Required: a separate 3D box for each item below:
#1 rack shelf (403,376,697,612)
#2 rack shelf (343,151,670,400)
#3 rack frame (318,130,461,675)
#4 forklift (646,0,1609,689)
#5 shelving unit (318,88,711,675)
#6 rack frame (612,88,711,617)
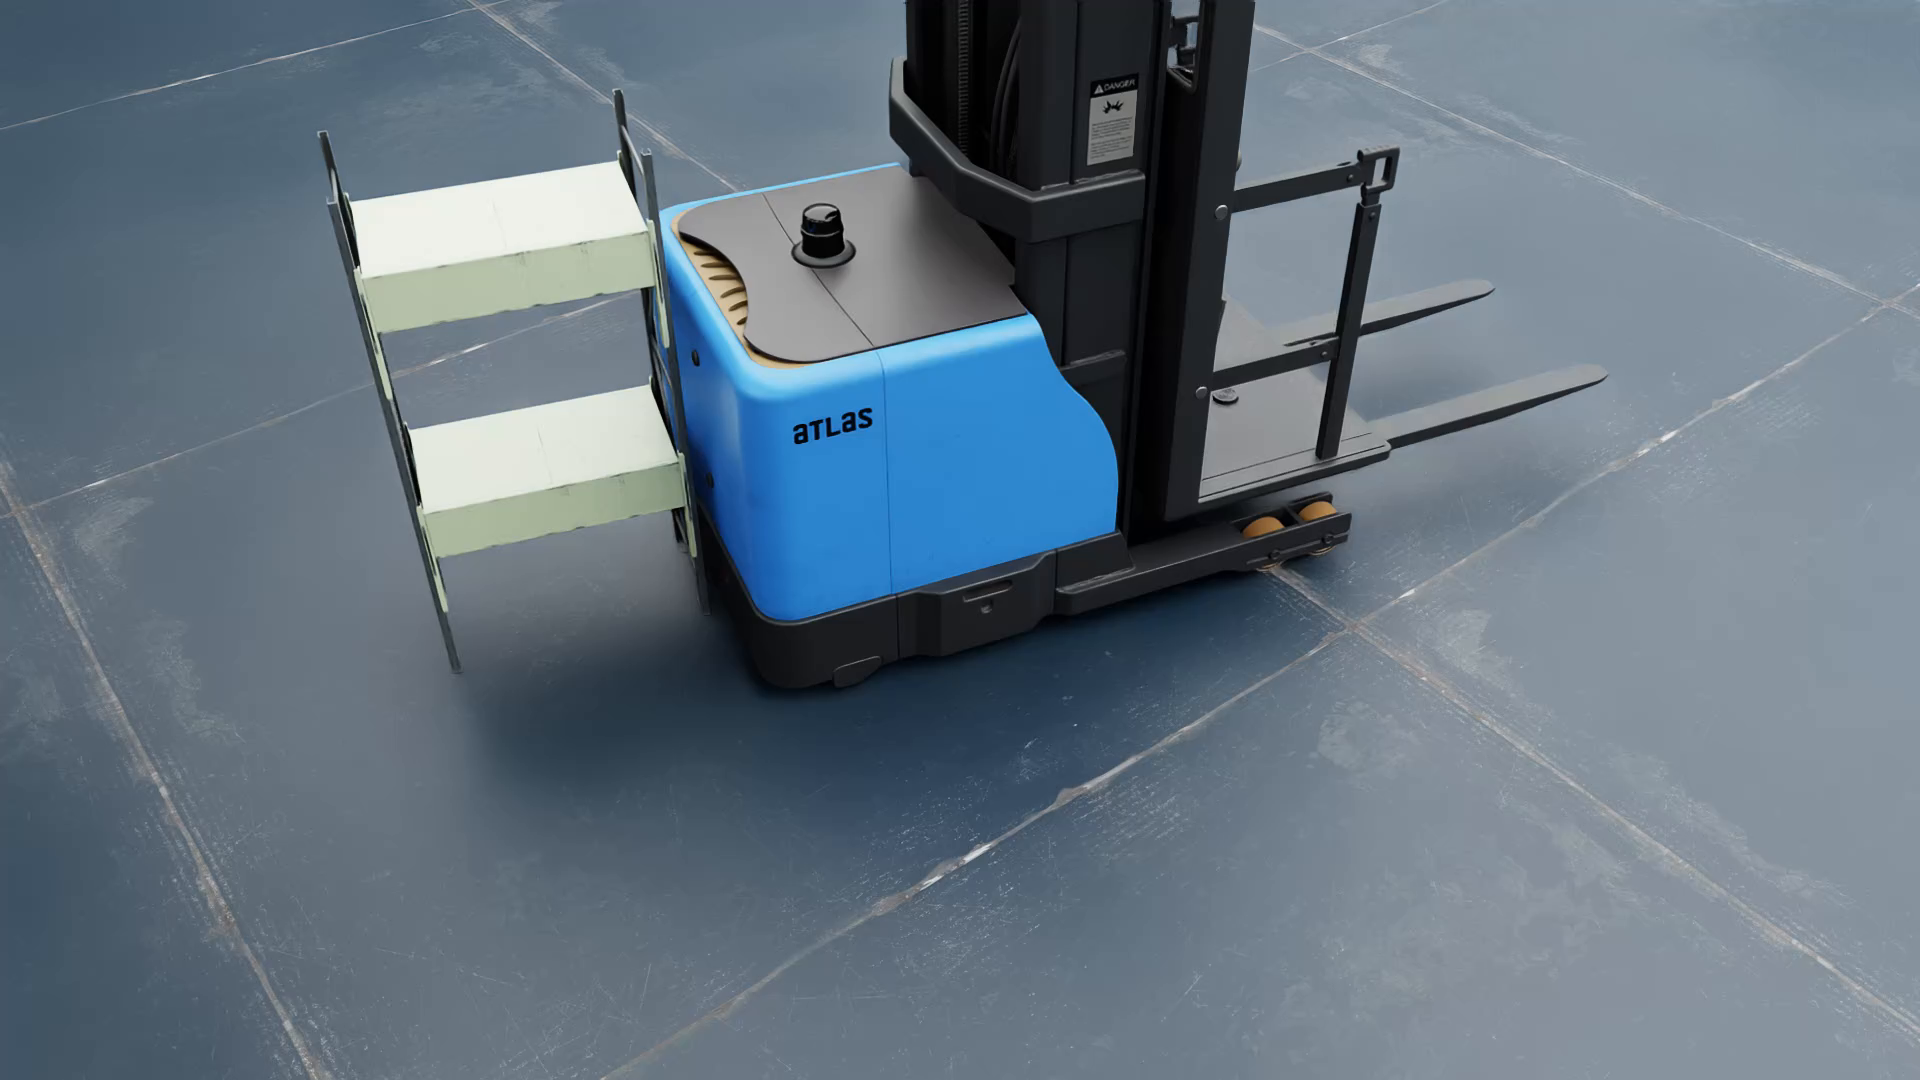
[{"bbox_3d":[-1.168,-0.141,4.753,0.720,0.370,0.431,-13,41,-15],"label":"rack shelf"},{"bbox_3d":[-1.168,-0.694,4.299,0.720,0.370,0.431,-13,41,-15],"label":"rack shelf"},{"bbox_3d":[-1.513,-0.314,4.451,0.023,1.500,0.400,-13,41,-15],"label":"rack frame"},{"bbox_3d":[0.659,-1.329,4.559,3.031,2.935,1.130,-15,42,-18],"label":"forklift"},{"bbox_3d":[-1.168,-0.393,4.546,0.755,1.500,0.431,-13,41,-15],"label":"shelving unit"},{"bbox_3d":[-0.824,-0.471,4.641,0.023,1.500,0.400,-13,41,-15],"label":"rack frame"}]
